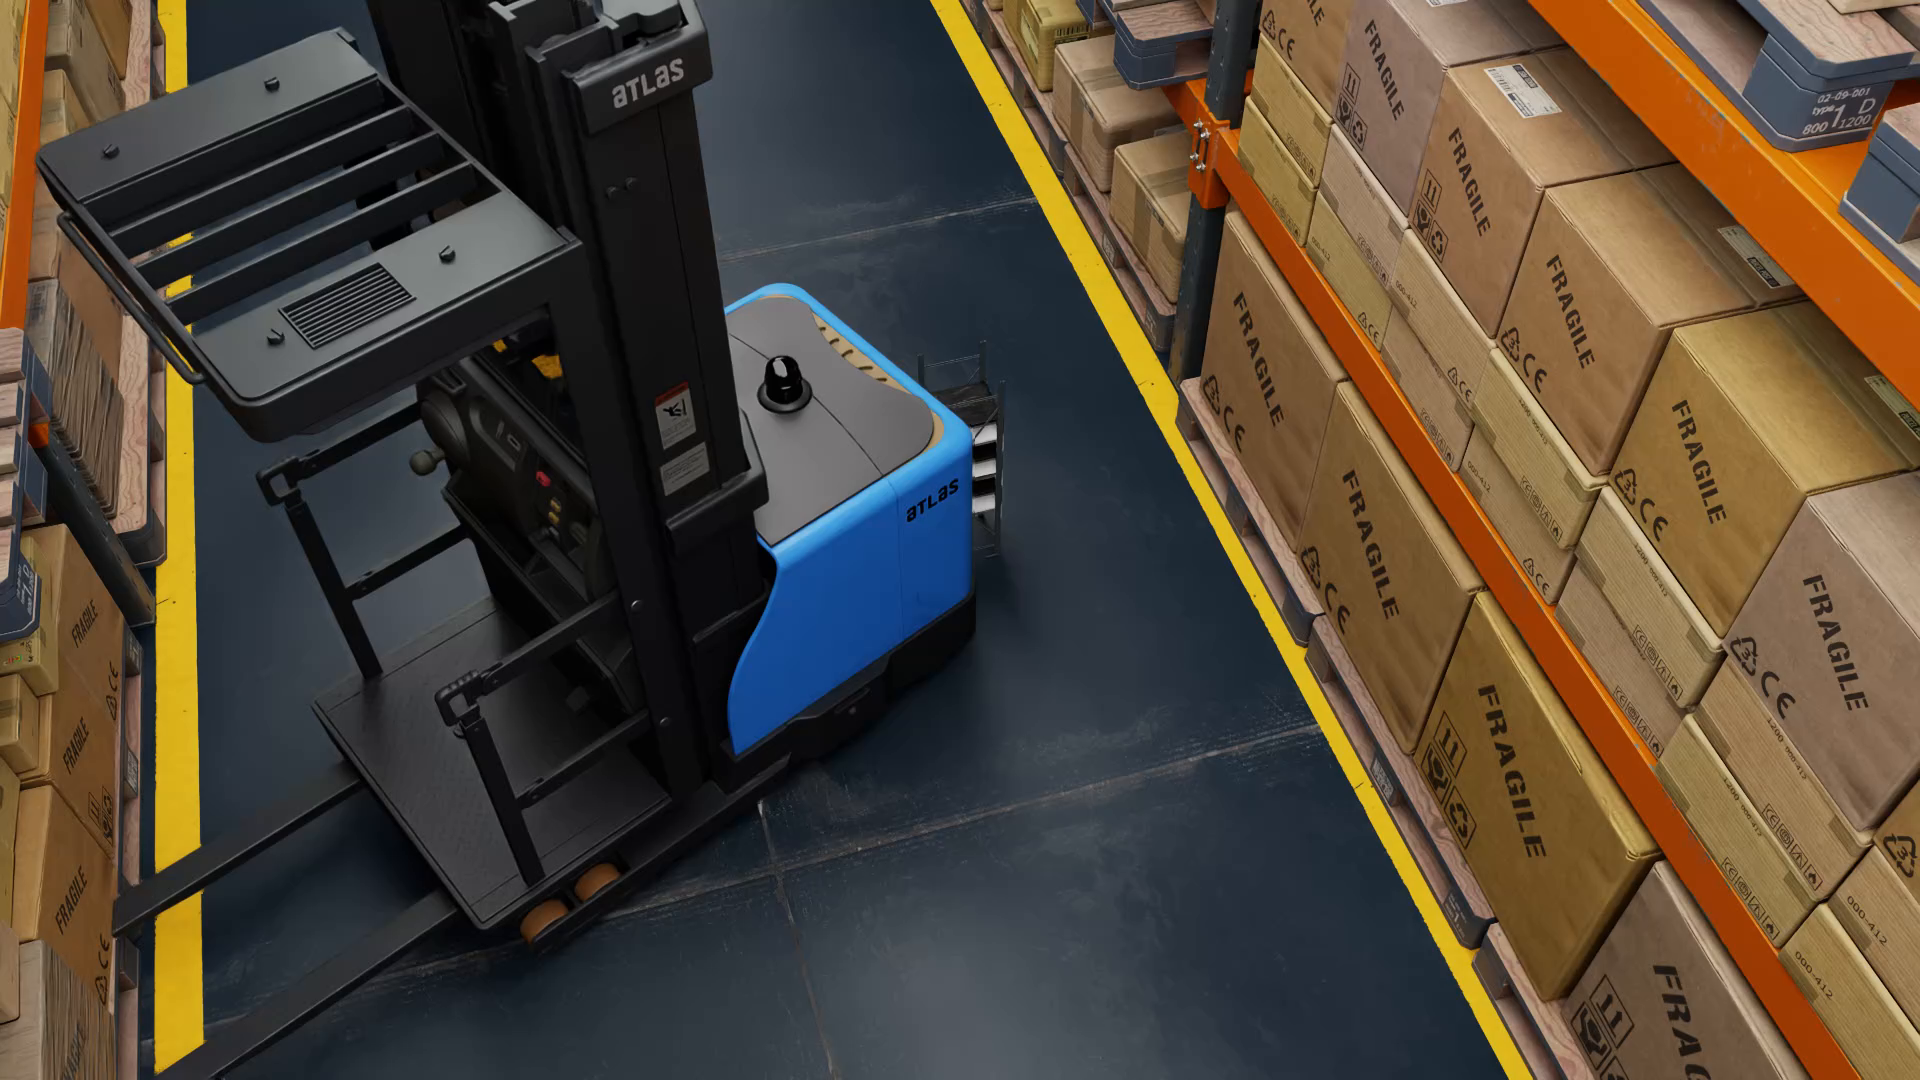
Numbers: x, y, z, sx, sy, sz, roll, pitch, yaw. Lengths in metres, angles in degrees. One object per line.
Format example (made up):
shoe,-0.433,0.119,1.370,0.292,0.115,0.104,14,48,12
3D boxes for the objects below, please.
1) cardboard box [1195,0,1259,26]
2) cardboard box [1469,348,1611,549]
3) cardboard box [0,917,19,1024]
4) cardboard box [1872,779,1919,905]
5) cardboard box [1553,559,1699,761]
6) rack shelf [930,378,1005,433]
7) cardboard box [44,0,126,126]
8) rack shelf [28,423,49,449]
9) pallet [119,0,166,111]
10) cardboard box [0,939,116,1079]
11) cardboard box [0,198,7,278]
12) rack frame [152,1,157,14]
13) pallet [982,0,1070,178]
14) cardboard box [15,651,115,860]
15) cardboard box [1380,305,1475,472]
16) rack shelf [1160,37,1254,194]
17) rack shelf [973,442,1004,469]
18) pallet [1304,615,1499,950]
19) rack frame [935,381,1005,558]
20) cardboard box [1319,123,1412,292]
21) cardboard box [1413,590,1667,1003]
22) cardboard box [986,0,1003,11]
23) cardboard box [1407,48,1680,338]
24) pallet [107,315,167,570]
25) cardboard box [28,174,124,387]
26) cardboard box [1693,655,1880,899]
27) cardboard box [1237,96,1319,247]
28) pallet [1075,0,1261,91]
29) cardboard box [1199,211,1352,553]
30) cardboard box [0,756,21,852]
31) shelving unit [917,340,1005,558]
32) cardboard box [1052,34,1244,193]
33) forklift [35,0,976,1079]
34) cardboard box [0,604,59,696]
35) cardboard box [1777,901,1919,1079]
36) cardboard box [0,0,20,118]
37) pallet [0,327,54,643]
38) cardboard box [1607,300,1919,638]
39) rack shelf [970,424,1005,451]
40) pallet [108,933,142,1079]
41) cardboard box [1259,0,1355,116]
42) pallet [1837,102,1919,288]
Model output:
cardboard box,1.024,-1.959,5.829,0.380,0.149,0.250,-12,51,-10
cardboard box,1.685,-0.288,4.302,0.500,0.250,0.500,-13,51,-10
cardboard box,-2.641,1.146,4.258,0.380,0.149,0.250,-16,52,-13
cardboard box,2.157,0.579,3.081,0.500,0.500,0.500,-12,51,-10
cardboard box,1.875,0.235,4.188,0.500,0.250,0.500,-15,51,-12
rack shelf,0.002,-0.437,5.720,0.258,0.077,0.200,-13,51,-11
cardboard box,-4.190,-1.938,7.200,0.875,0.625,0.625,-14,51,-11
rack shelf,-2.803,1.099,3.832,1.077,0.370,4.000,-13,51,-11
pallet,-4.322,-2.087,7.871,1.003,0.211,1.213,-13,51,-11
cardboard box,-2.597,1.462,4.416,0.500,0.500,0.500,-15,51,-12
cardboard box,-3.292,-0.925,5.166,0.500,0.250,0.500,-13,51,-11
rack frame,-4.577,-3.515,7.251,1.000,3.000,0.127,-13,51,-11
pallet,0.759,-2.280,8.034,1.003,0.211,1.213,-13,51,-11
cardboard box,-2.926,0.705,5.054,0.500,0.500,0.500,-14,51,-12
cardboard box,1.569,-0.500,4.808,0.500,0.250,0.500,-12,51,-10
rack shelf,0.755,-2.948,7.243,1.077,0.370,4.000,-13,51,-11
rack shelf,0.002,-0.321,5.858,0.258,0.077,0.200,-13,51,-11
pallet,1.864,0.662,5.553,1.003,0.211,1.213,-13,51,-11
rack frame,0.032,-0.210,5.838,0.240,0.900,0.006,-13,51,-11
cardboard box,1.412,-1.028,4.926,0.500,0.250,0.500,-12,51,-10
cardboard box,1.995,0.660,4.847,0.875,0.875,0.875,-12,51,-10
cardboard box,0.537,-3.022,8.279,0.950,0.372,0.625,-10,51,-9
cardboard box,1.553,-0.916,4.341,0.500,0.500,0.500,-12,51,-10
pallet,-3.601,-0.305,6.369,1.003,0.211,1.213,-13,51,-11
cardboard box,-3.766,-0.898,6.323,0.875,0.625,0.625,-12,51,-10
cardboard box,2.012,0.460,3.672,0.500,0.250,0.500,-12,51,-10
cardboard box,1.251,-1.256,5.445,0.500,0.250,0.500,-14,51,-12
pallet,1.034,-2.153,6.229,1.213,0.211,1.003,-13,51,-11
cardboard box,1.471,-0.646,5.948,0.875,0.875,0.875,-14,51,-11
cardboard box,-2.826,0.769,4.576,0.380,0.149,0.250,-12,51,-10
shelving unit,0.002,-0.284,5.901,0.258,0.900,0.210,-13,51,-11
cardboard box,0.963,-1.959,7.384,0.950,0.372,0.625,-14,51,-12
forklift,-1.387,-0.127,4.440,3.031,2.935,1.130,-34,58,-25
cardboard box,-2.896,0.363,4.918,0.380,0.149,0.250,-16,52,-13
cardboard box,2.156,0.981,3.560,0.500,0.250,0.500,-14,51,-12
cardboard box,-3.595,-1.668,5.792,0.500,0.250,0.500,-15,51,-12
pallet,-3.127,-0.053,4.458,1.213,0.211,1.003,-13,51,-11
cardboard box,1.866,-0.172,3.714,0.500,0.500,0.500,-12,51,-10
rack shelf,0.002,-0.379,5.789,0.258,0.077,0.200,-13,51,-11
pallet,-2.853,1.748,4.638,1.003,0.211,1.213,-13,51,-11
cardboard box,1.258,-1.658,4.966,0.500,0.500,0.500,-15,51,-12
pallet,2.211,-0.361,2.756,0.805,0.209,1.217,-15,52,-12
